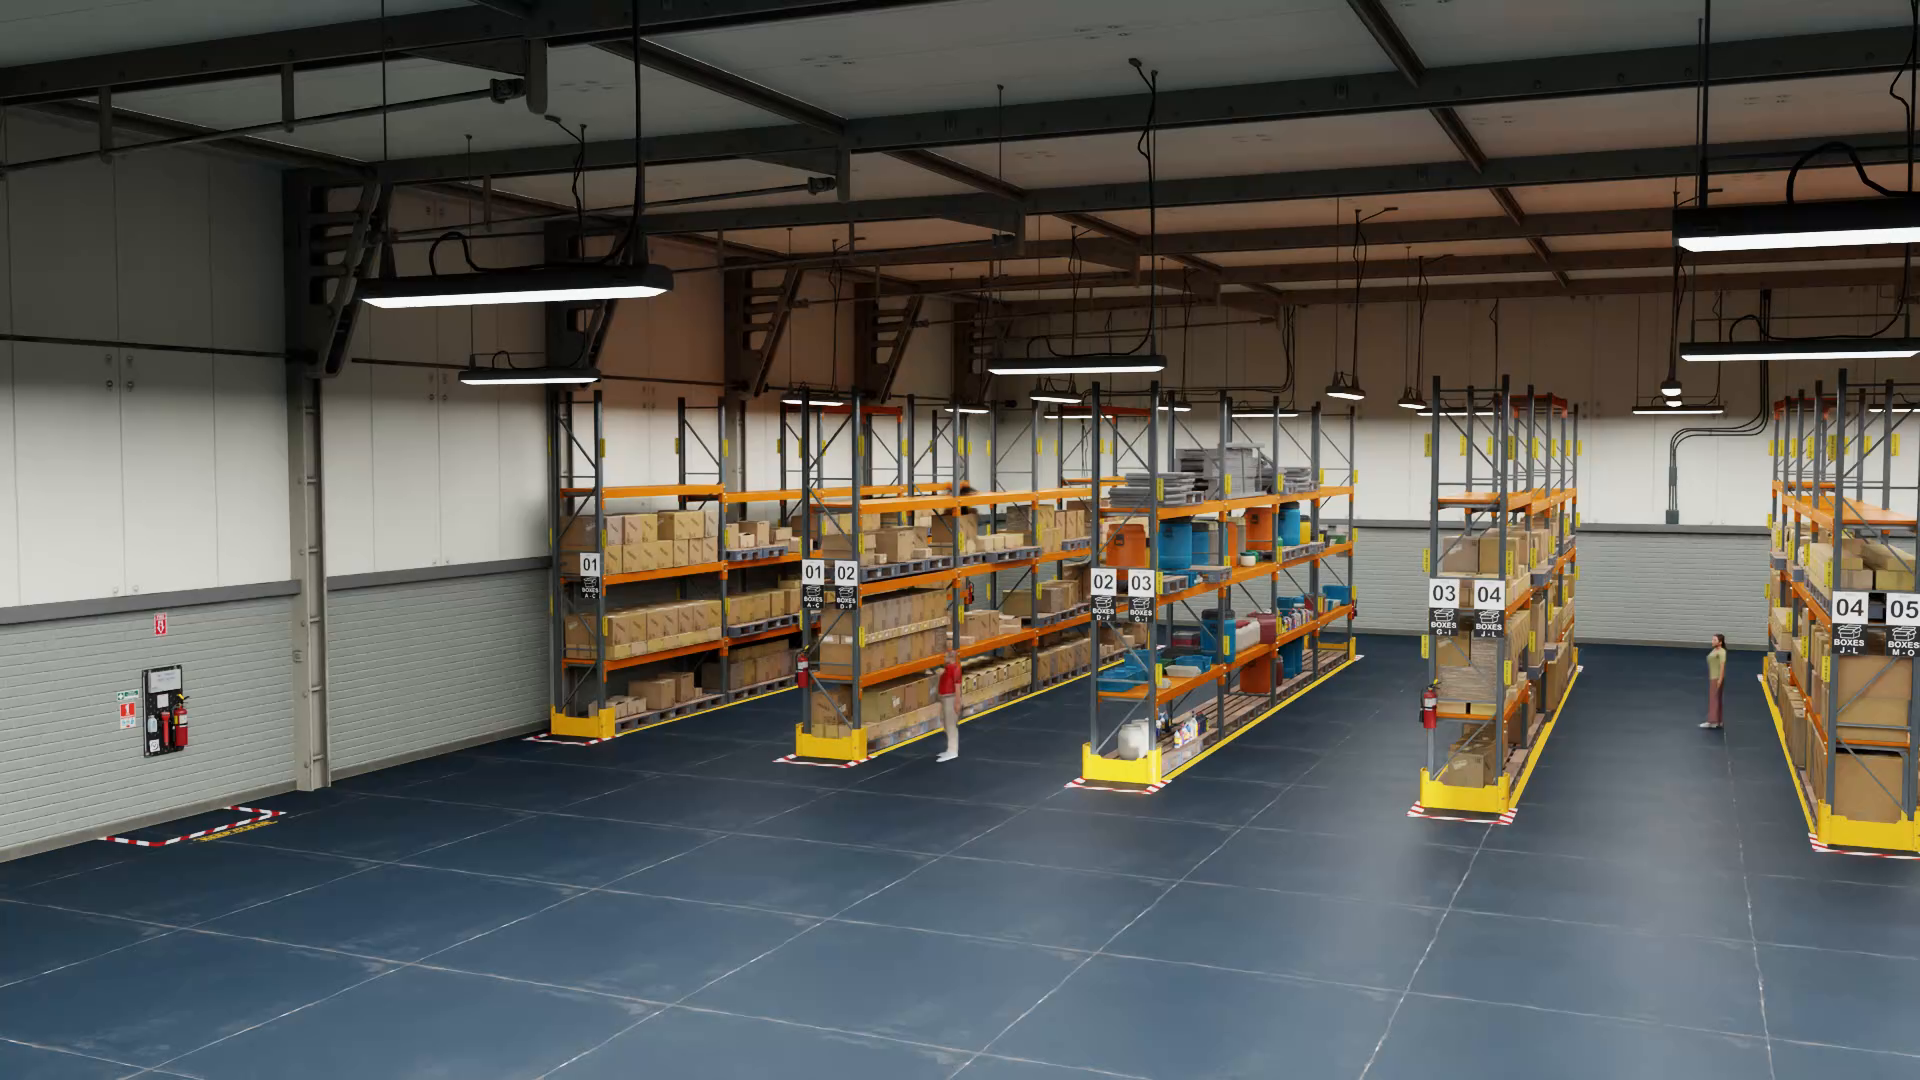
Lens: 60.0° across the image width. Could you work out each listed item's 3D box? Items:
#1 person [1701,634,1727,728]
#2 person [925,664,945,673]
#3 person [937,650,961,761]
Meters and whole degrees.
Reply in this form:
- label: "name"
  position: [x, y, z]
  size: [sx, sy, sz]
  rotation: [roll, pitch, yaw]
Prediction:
- label: "person"
  position: [13.553, 2.518, 29.892]
  size: [0.405, 1.677, 0.505]
  rotation: [1, 3, 24]
- label: "person"
  position: [-0.562, 2.208, 34.897]
  size: [0.632, 1.654, 1.028]
  rotation: [1, 3, 24]
- label: "person"
  position: [-0.209, 2.661, 26.885]
  size: [0.440, 1.745, 0.643]
  rotation: [-1, 3, -16]
